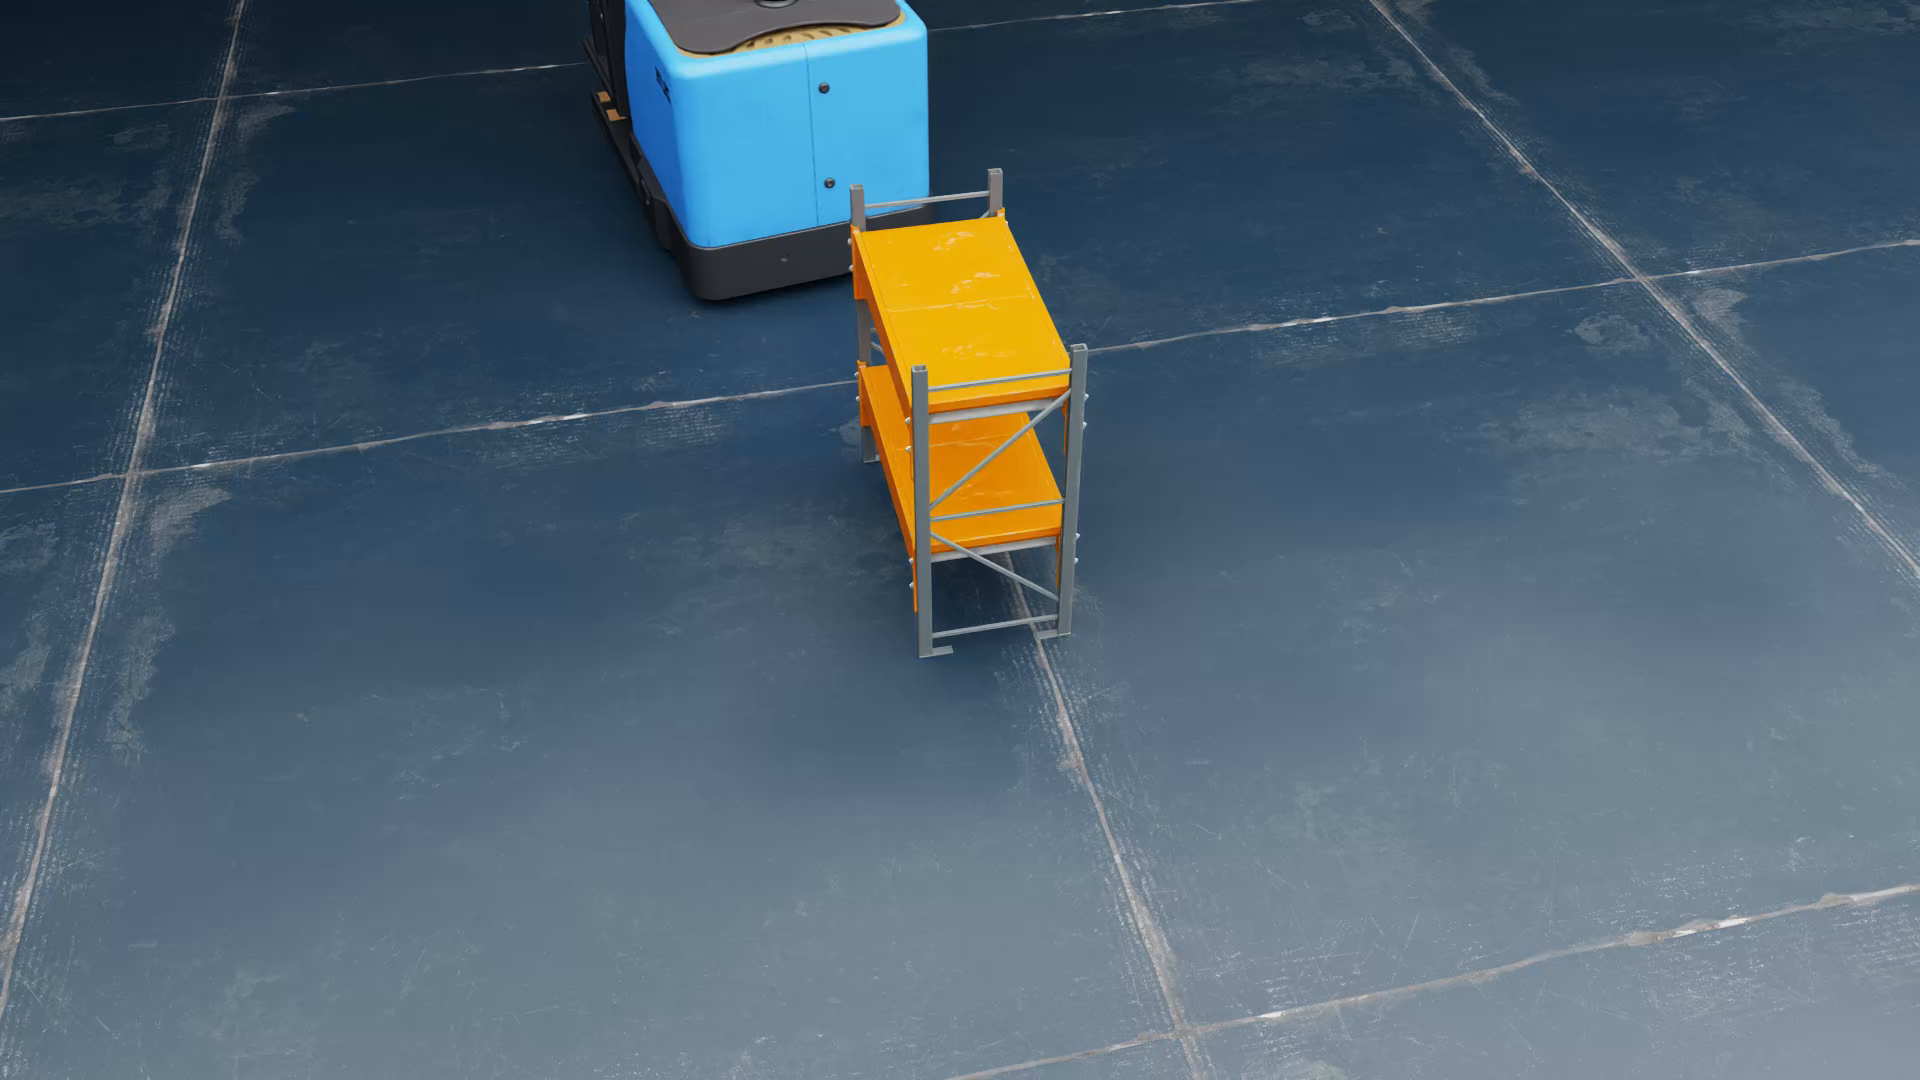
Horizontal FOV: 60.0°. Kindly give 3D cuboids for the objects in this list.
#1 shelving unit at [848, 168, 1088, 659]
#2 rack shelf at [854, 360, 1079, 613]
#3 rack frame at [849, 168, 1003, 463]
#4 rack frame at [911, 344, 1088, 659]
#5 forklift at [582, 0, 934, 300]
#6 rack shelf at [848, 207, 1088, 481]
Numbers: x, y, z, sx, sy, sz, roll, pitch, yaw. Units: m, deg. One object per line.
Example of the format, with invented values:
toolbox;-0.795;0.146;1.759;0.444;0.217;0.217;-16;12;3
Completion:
shelving unit;0.001;-0.416;5.372;0.538;1.125;1.048;-8;42;-9
rack shelf;0.001;-0.233;5.534;0.538;0.278;1.000;-8;42;-9
rack frame;-0.108;-0.746;5.743;0.500;1.125;0.032;-8;42;-9
rack frame;0.111;-0.087;5.000;0.500;1.125;0.032;-8;42;-9
forklift;-1.121;-3.054;6.983;1.130;2.935;3.031;-15;44;-16
rack shelf;0.001;-0.635;5.177;0.538;0.278;1.000;-8;42;-9
